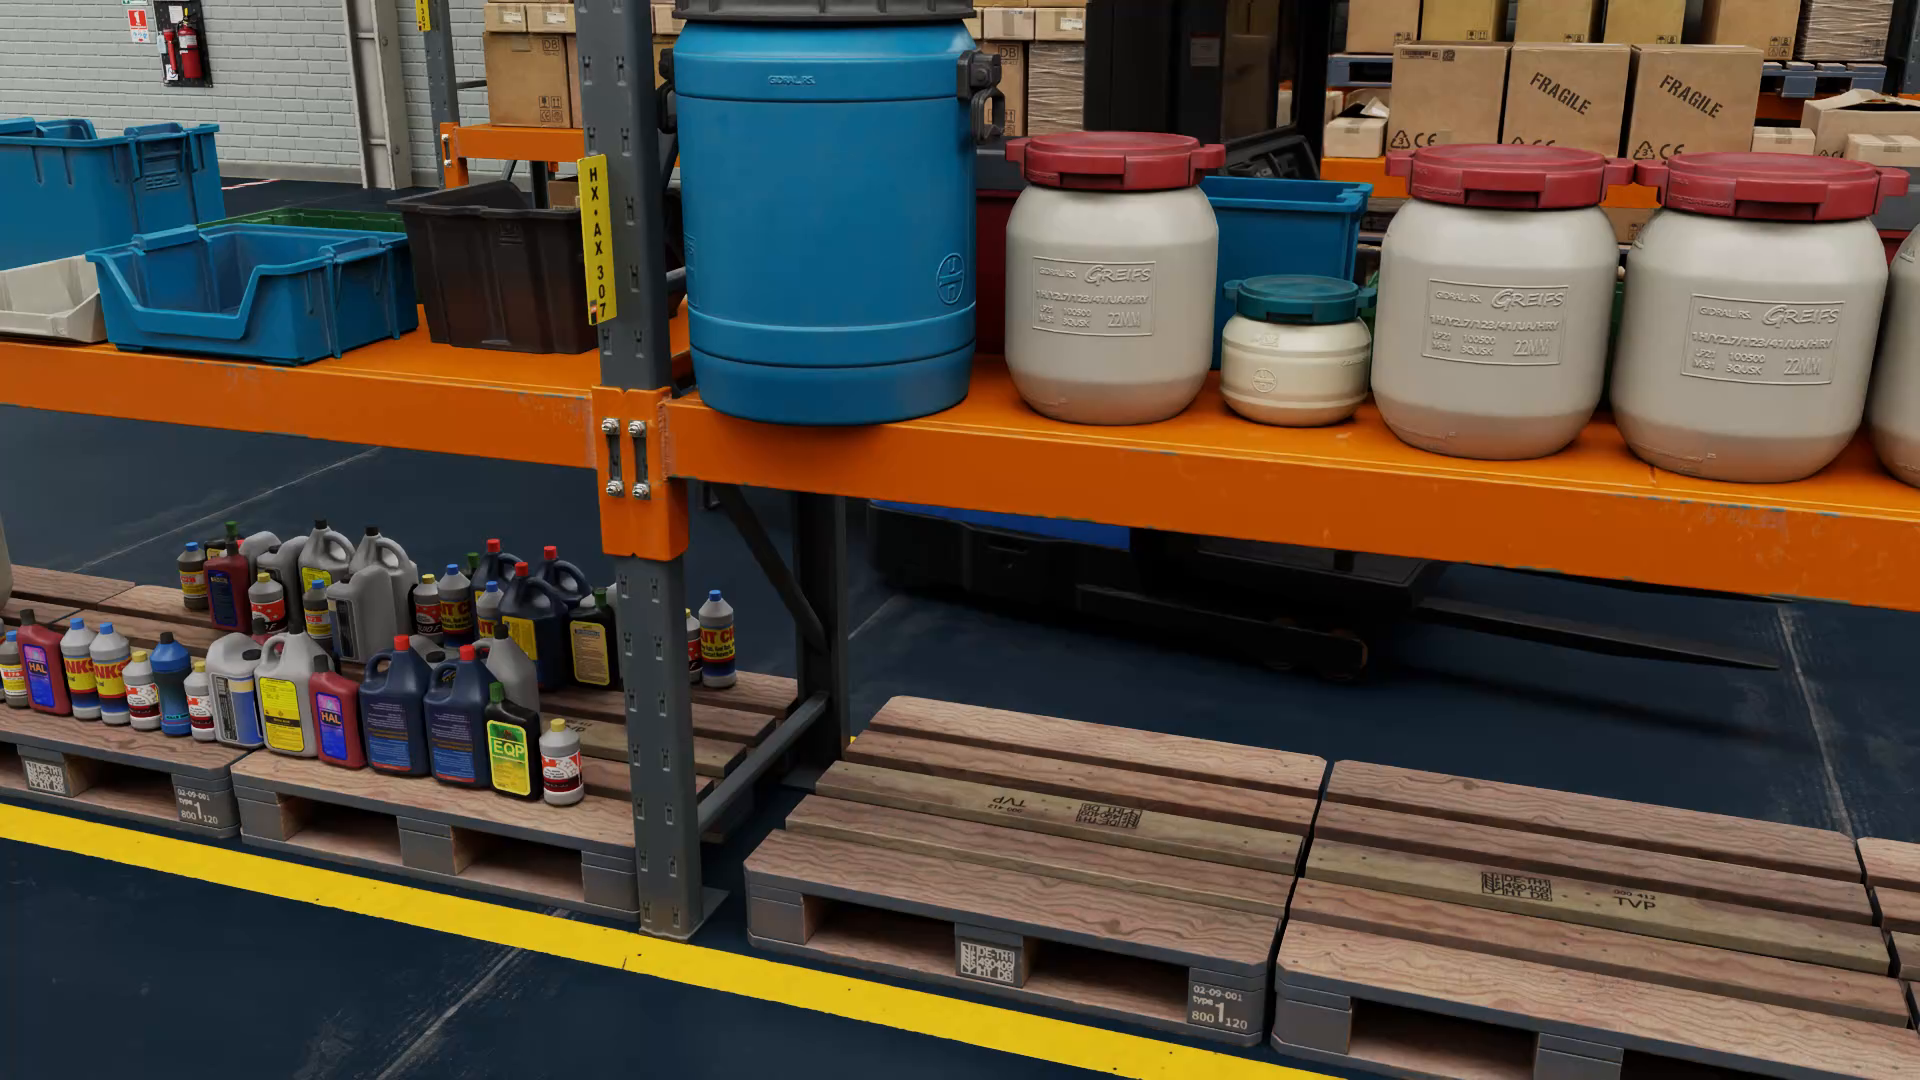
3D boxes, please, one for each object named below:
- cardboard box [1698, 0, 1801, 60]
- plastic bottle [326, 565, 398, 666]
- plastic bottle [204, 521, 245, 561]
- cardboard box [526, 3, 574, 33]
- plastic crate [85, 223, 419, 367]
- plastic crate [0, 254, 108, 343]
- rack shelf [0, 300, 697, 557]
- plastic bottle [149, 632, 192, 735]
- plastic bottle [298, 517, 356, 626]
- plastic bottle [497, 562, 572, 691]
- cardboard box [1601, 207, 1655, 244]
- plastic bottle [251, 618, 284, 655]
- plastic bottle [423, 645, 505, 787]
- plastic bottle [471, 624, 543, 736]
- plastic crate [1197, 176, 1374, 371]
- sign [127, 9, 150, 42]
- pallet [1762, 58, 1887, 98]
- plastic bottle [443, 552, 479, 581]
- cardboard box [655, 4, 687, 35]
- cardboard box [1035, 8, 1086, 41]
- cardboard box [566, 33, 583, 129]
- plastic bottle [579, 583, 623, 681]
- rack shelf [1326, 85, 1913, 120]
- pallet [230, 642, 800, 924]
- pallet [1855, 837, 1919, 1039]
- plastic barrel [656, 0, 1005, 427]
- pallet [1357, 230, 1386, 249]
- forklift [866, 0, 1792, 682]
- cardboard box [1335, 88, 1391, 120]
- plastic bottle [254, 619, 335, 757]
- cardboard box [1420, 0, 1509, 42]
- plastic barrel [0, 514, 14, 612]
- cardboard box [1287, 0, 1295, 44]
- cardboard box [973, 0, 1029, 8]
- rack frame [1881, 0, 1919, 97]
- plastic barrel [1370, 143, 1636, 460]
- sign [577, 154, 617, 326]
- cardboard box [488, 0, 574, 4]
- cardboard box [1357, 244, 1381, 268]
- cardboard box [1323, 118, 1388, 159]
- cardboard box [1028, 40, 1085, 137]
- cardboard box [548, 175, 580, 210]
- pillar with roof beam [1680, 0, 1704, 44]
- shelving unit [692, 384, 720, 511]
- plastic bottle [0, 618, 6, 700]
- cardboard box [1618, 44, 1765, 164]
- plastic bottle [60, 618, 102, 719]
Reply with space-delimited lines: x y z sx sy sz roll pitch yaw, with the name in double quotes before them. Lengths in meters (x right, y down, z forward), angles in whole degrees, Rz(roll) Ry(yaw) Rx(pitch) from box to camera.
"cardboard box" 5.515 -3.639 11.637 0.500 0.500 0.700 5 20 13
"plastic bottle" -1.761 0.209 4.890 0.135 0.276 0.152 7 20 18
"plastic bottle" -2.314 0.076 5.259 0.133 0.283 0.061 7 20 19
"cardboard box" -2.130 -2.824 8.984 0.250 0.149 0.380 6 20 17
"plastic crate" -1.665 -0.601 3.968 0.616 0.251 0.499 7 20 18
"plastic crate" -2.147 -0.608 4.164 0.437 0.136 0.530 7 20 18
"rack shelf" -2.420 -0.512 4.581 4.000 0.370 1.077 7 20 18
"plastic bottle" -2.089 0.375 4.420 0.097 0.271 0.097 0 19 0
"plastic bottle" -1.912 0.105 5.075 0.185 0.351 0.144 7 21 20
"plastic bottle" -1.204 0.236 4.698 0.185 0.351 0.144 7 20 18
"cardboard box" 4.875 -2.510 12.348 0.500 0.500 0.700 6 20 18
"plastic bottle" -1.838 0.352 4.469 0.133 0.283 0.061 7 20 18
"plastic bottle" -1.233 0.427 4.149 0.185 0.351 0.144 6 20 17
"plastic bottle" -1.186 0.382 4.278 0.185 0.351 0.144 7 20 18
"plastic crate" 0.614 -0.606 3.781 0.575 0.384 0.392 7 20 18
"sign" -8.591 -5.377 17.391 0.234 0.329 0.001 7 20 18
"pallet" 5.791 -3.237 11.598 1.003 0.211 1.213 7 20 18
"plastic bottle" -1.477 0.172 4.985 0.133 0.283 0.061 7 21 20
"cardboard box" -1.404 -2.741 8.744 0.250 0.149 0.380 6 20 16
"cardboard box" 0.539 -2.519 8.109 0.250 0.149 0.380 6 20 17
"cardboard box" -1.745 -2.545 9.169 0.500 0.500 0.700 7 20 19
"plastic bottle" -1.002 0.245 4.785 0.135 0.276 0.152 7 21 20
"rack shelf" 4.610 -3.160 12.179 4.000 0.370 1.077 7 20 18
"pallet" -1.151 0.595 4.547 1.213 0.211 1.003 7 20 18
"pallet" 2.529 1.017 3.337 1.213 0.211 1.003 7 20 18
"plastic barrel" -0.265 -0.737 3.371 0.708 0.901 0.600 7 20 18
"pallet" 3.457 -2.316 12.899 1.213 0.211 1.003 7 20 18
"forklift" 1.204 -1.134 5.376 3.031 2.935 1.130 10 22 27
"cardboard box" 1.989 -2.074 8.174 0.258 0.266 0.396 6 20 17
"plastic bottle" -1.720 0.372 4.309 0.185 0.351 0.144 6 20 18
"cardboard box" 3.716 -3.843 12.223 0.500 0.500 0.700 9 21 24
"plastic barrel" -3.189 0.010 5.132 0.421 0.512 0.421 0 19 0
"cardboard box" 2.345 -4.125 12.910 0.500 0.500 0.500 6 20 17
"cardboard box" 0.200 -2.936 8.318 0.500 0.500 0.700 6 20 18
"rack frame" 6.499 -3.284 11.441 0.127 3.000 1.000 7 20 18
"plastic barrel" 0.994 -0.449 3.101 0.433 0.535 0.433 0 19 0
"sign" -0.721 -0.597 3.310 0.005 0.325 0.100 7 20 18
"cardboard box" -2.193 -3.207 9.097 0.500 0.500 0.700 7 20 18
"cardboard box" 2.069 -1.331 8.526 0.500 0.311 0.500 7 20 20
"cardboard box" 1.869 -1.898 7.845 0.250 0.149 0.380 7 20 18
"cardboard box" 0.677 -2.269 8.376 0.500 0.500 0.700 6 20 17
"cardboard box" -2.076 -1.896 9.859 0.500 0.500 0.500 7 20 18
"pillar with roof beam" 4.142 -5.188 7.788 0.400 9.000 9.100 7 20 18
"shelving unit" -0.512 -0.825 6.664 1.048 1.500 0.538 10 22 27
"plastic bottle" -2.699 0.305 4.620 0.097 0.271 0.097 0 19 0
"cardboard box" 3.287 -1.967 7.510 0.500 0.500 0.500 5 20 15
"plastic bottle" -2.375 0.342 4.513 0.097 0.271 0.097 0 19 0
